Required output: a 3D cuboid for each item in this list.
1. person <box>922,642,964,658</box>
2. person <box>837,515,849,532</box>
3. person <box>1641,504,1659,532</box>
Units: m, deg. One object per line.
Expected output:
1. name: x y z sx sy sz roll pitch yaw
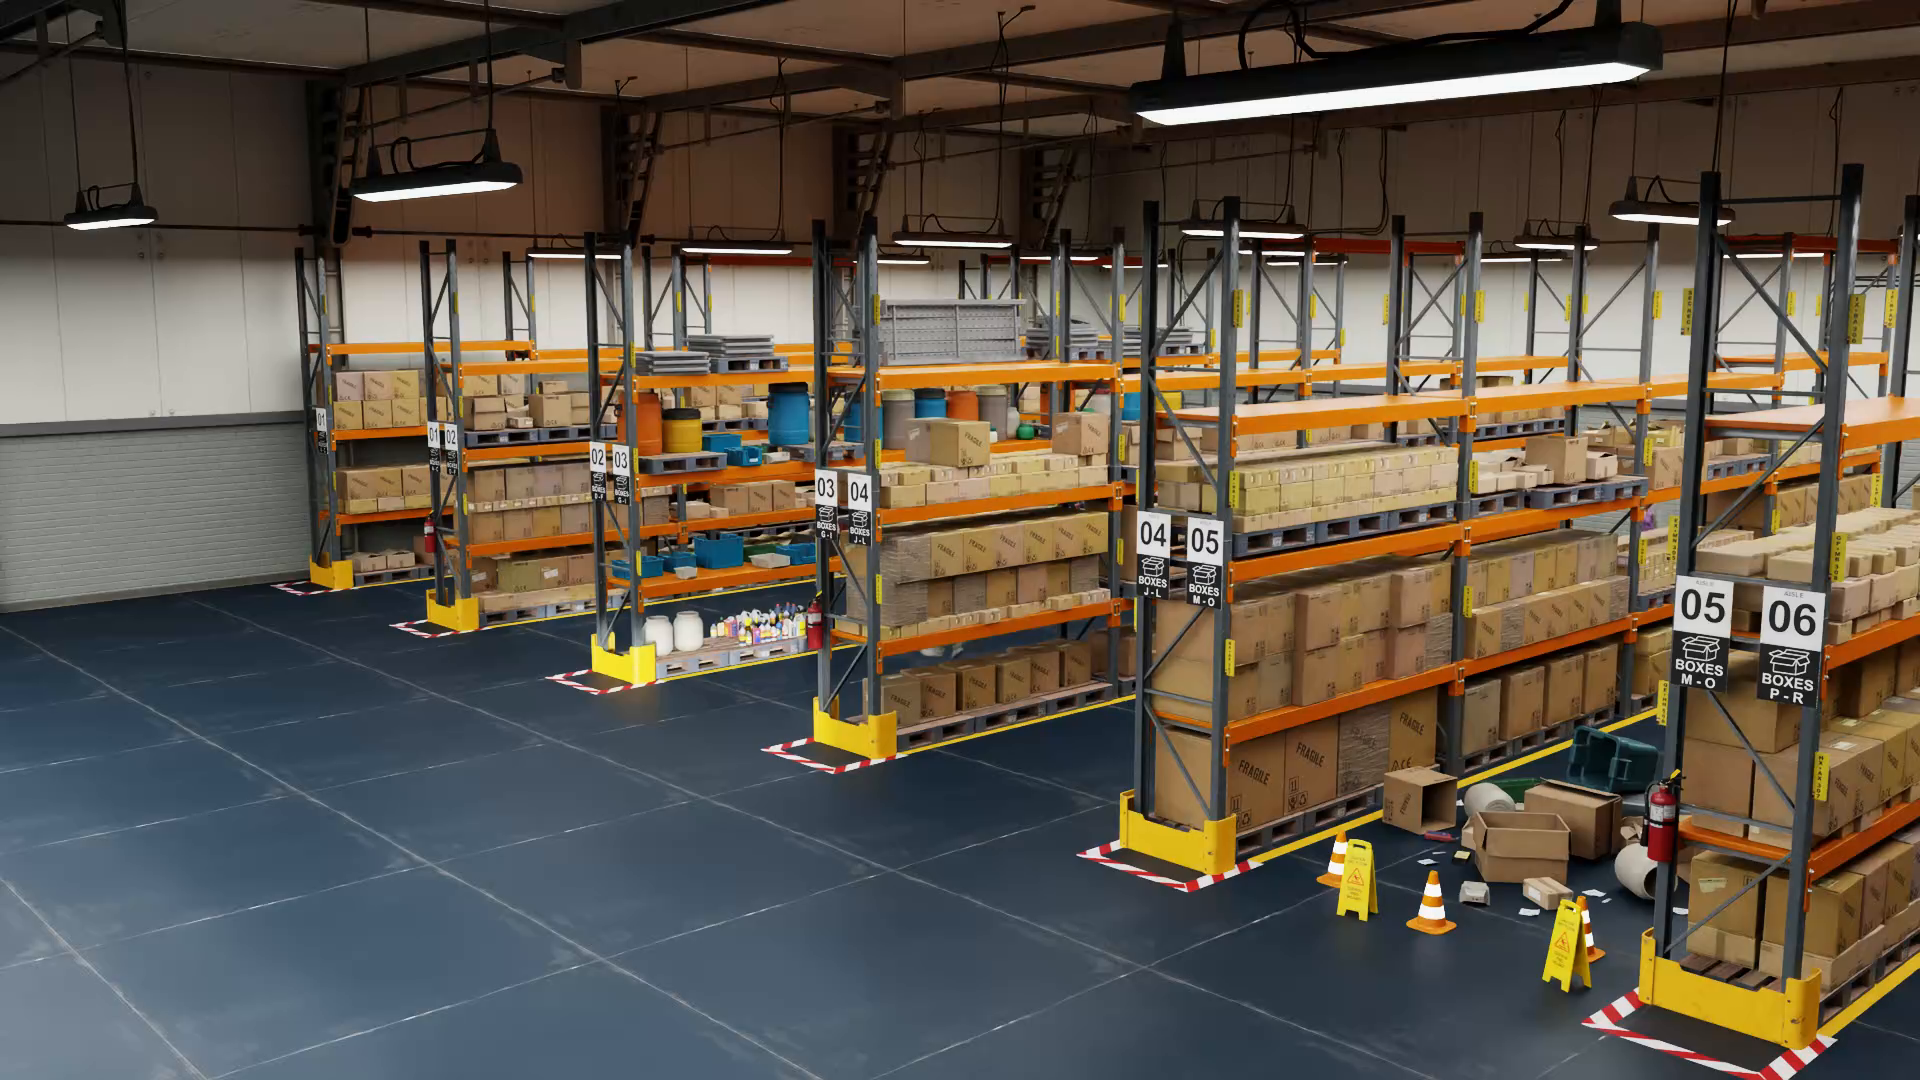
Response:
1. person: -0.243 0.743 22.551 0.500 1.838 0.589 6 10 34
2. person: -1.932 -0.353 29.655 0.518 1.800 0.587 5 10 31
3. person: 12.462 -0.037 30.221 0.486 1.541 0.847 6 10 36
